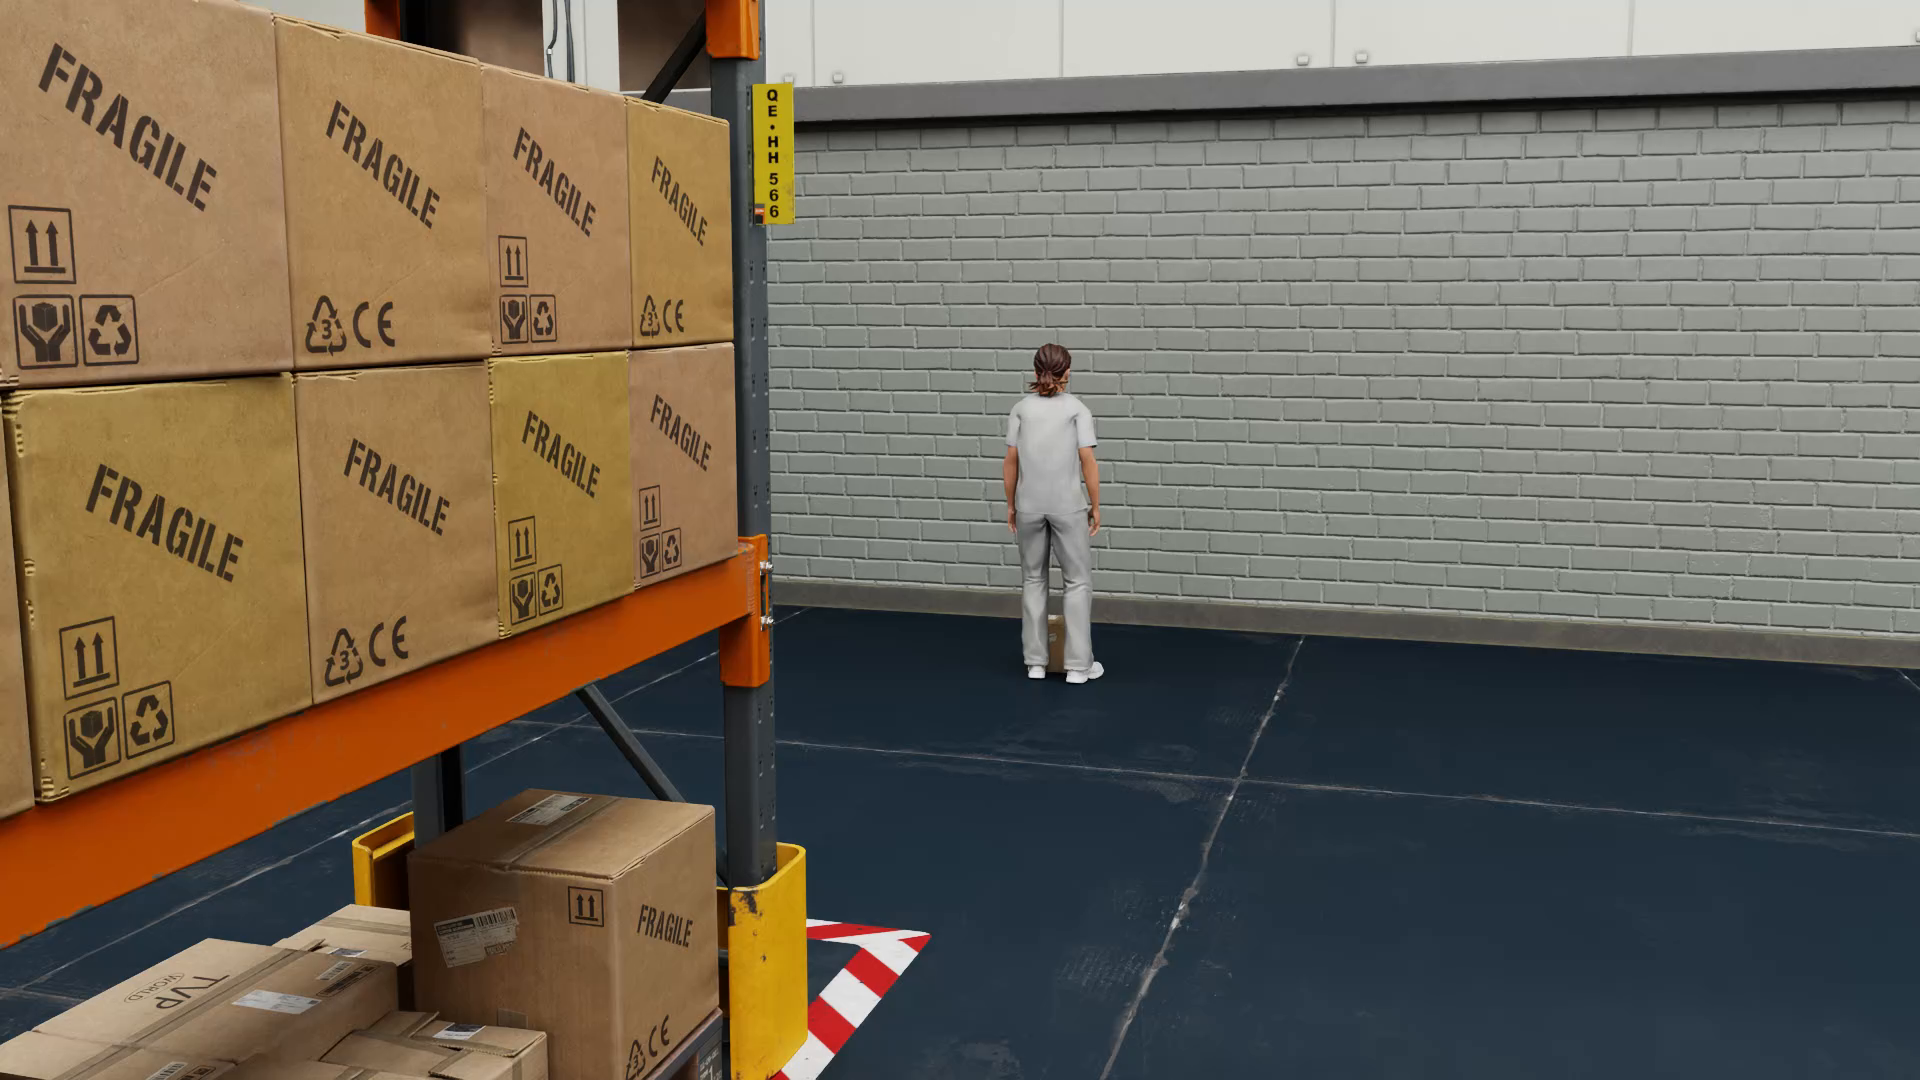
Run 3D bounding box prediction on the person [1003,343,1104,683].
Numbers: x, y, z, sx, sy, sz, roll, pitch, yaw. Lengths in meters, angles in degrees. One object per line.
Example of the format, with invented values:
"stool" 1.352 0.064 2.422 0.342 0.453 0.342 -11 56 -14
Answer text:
"person" 0.464 -0.137 8.268 0.485 1.673 0.407 2 9 16
